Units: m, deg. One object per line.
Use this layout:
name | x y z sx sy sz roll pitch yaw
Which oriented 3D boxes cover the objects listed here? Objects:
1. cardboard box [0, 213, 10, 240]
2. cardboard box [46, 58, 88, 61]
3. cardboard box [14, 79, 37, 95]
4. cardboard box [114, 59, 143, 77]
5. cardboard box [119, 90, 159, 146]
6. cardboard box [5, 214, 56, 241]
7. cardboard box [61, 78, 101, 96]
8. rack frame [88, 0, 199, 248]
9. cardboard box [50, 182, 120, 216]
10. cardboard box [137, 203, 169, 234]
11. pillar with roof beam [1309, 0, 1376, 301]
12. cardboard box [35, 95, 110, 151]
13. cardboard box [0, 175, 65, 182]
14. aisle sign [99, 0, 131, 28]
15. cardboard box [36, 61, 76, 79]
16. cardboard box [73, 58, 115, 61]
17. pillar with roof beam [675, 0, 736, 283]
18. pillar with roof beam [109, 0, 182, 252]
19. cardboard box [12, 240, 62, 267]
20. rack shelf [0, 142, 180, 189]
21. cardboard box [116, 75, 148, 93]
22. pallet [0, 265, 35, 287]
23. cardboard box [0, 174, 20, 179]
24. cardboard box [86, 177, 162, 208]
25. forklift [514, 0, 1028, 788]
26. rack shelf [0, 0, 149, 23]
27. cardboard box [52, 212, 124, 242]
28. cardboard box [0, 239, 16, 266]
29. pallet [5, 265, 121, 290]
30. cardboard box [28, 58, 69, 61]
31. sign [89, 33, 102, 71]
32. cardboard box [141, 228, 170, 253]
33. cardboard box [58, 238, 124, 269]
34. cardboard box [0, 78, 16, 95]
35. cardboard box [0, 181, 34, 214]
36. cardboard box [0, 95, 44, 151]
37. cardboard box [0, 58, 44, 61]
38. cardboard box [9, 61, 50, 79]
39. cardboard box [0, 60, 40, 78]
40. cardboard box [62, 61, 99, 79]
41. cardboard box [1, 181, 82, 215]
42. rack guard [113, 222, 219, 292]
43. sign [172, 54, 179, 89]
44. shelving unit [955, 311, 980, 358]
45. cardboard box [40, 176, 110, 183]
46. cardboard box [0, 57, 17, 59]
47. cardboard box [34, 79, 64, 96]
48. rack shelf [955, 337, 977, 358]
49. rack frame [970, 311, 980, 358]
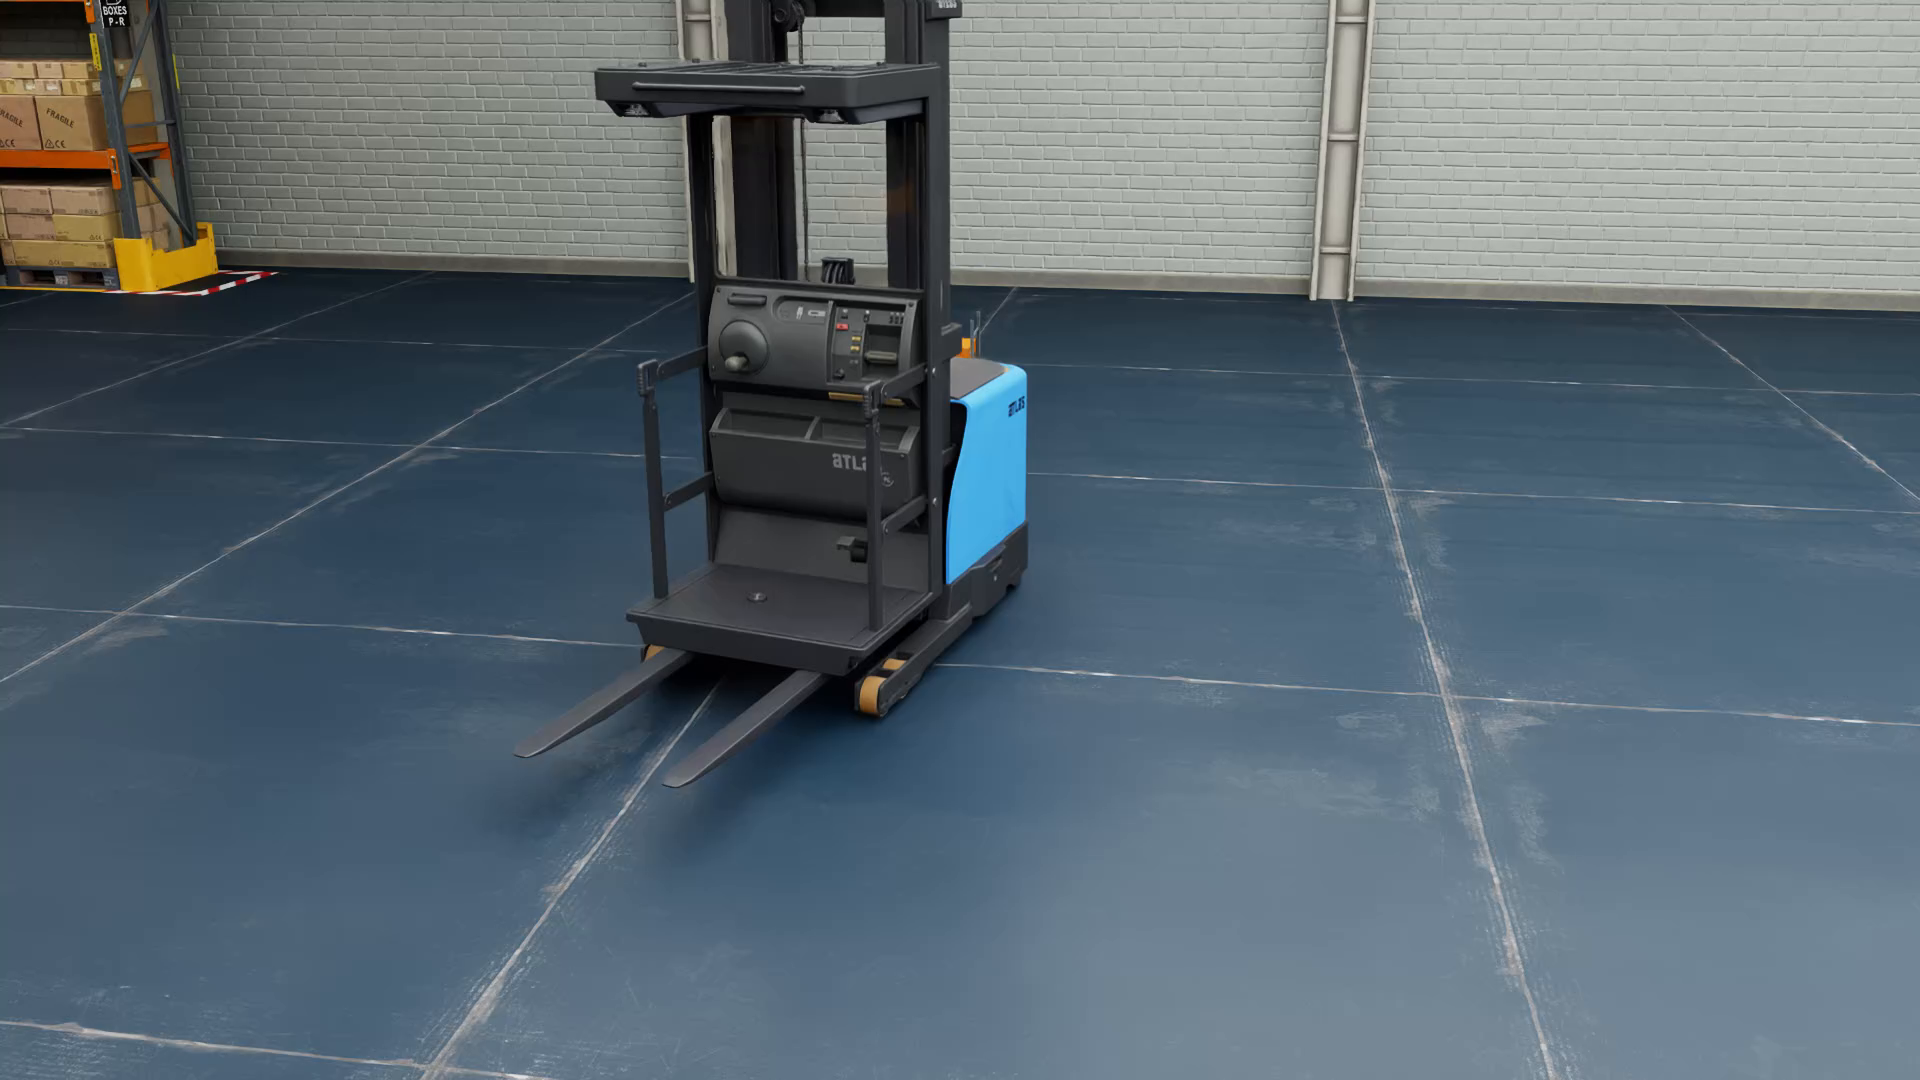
cardboard box | -9.362 -3.090 16.193 0.500 0.250 0.500 2 19 7
cardboard box | -8.639 -4.595 16.161 0.250 0.149 0.380 3 19 10
cardboard box | -8.716 -4.303 15.757 0.250 0.149 0.380 3 19 10
cardboard box | -8.123 -4.563 16.063 0.250 0.149 0.380 3 19 8
cardboard box | -8.270 -4.142 16.297 0.500 0.500 0.500 4 19 10
cardboard box | -8.849 -3.070 16.135 0.500 0.250 0.500 3 19 8
cardboard box | -8.212 -4.267 15.650 0.250 0.149 0.380 3 19 9
rack frame | -7.825 -3.983 15.979 0.127 3.000 1.000 3 19 9
cardboard box | -8.330 -3.277 15.967 0.500 0.250 0.500 4 19 10
cardboard box | -8.257 -3.204 16.534 0.500 0.250 0.500 3 19 10
pillar with roof beam | 2.795 -5.192 10.140 0.400 9.000 9.100 3 19 9
cardboard box | -8.353 -3.973 15.791 0.500 0.500 0.500 3 19 7
cardboard box | -9.256 -3.488 16.596 0.500 0.250 0.500 3 19 8
aisle sign | -7.807 -5.120 15.281 0.004 0.787 0.394 3 19 9
cardboard box | -8.461 -4.433 15.677 0.250 0.149 0.380 3 19 9
cardboard box | -8.376 -4.596 16.162 0.250 0.149 0.380 4 19 11
pillar with roof beam | -3.129 -5.494 11.042 0.400 9.000 9.100 3 19 9
pillar with roof beam | -9.053 -5.796 11.945 0.400 9.000 9.100 3 19 9
cardboard box | -8.829 -2.831 16.207 0.500 0.250 0.500 3 19 9
rack shelf | -9.800 -3.742 16.394 4.000 0.370 1.077 3 19 9
cardboard box | -8.119 -4.436 16.154 0.250 0.149 0.380 2 19 7
pallet | -9.788 -2.748 16.683 1.213 0.211 1.003 3 19 9
cardboard box | -9.761 -3.516 16.680 0.500 0.250 0.500 3 19 8
cardboard box | -8.270 -3.435 16.439 0.500 0.250 0.500 3 19 8
forklift | -0.692 -0.829 6.663 1.130 2.935 3.031 7 20 21
rack shelf | -9.800 -5.165 15.918 4.000 0.370 1.077 3 19 9
cardboard box | -8.356 -3.041 16.050 0.500 0.250 0.500 3 19 8
cardboard box | -9.321 -2.859 16.291 0.500 0.250 0.500 3 19 9
pallet | -8.587 -2.686 16.497 1.213 0.211 1.003 3 19 9
cardboard box | -8.881 -4.612 16.212 0.250 0.149 0.380 3 19 9
sign | -7.925 -4.475 15.251 0.005 0.325 0.100 3 19 9
cardboard box | -8.279 -2.964 16.605 0.500 0.250 0.500 3 19 9
cardboard box | -8.339 -2.803 16.123 0.500 0.250 0.500 3 19 9
cardboard box | -8.959 -4.319 15.805 0.250 0.149 0.380 3 19 8
cardboard box | -9.334 -3.324 16.105 0.500 0.250 0.500 3 19 9
cardboard box | -8.864 -4.002 15.878 0.500 0.500 0.500 4 19 10
cardboard box | -9.145 -4.618 16.228 0.250 0.149 0.380 4 19 10
cardboard box | -8.724 -4.438 15.691 0.250 0.149 0.380 3 19 10
cardboard box | -8.958 -4.474 15.798 0.250 0.149 0.380 3 19 9
cardboard box | -8.212 -4.431 15.669 0.250 0.149 0.380 3 19 9
cardboard box | -8.835 -3.301 16.038 0.500 0.250 0.500 3 19 10
rack guard | -7.802 -2.796 16.372 0.348 0.500 1.175 3 19 9
sign | -7.731 -4.604 16.347 0.005 0.325 0.100 3 19 9
shelving unit | -0.163 -0.577 8.638 0.503 1.200 0.258 3 19 9
cardboard box | -8.764 -3.460 16.511 0.500 0.250 0.500 3 19 9
cardboard box | -9.389 -4.662 16.360 0.250 0.149 0.380 2 19 7
cardboard box | -8.469 -4.271 15.660 0.250 0.149 0.380 3 19 10
rack shelf | -0.163 -0.950 8.513 0.480 0.148 0.258 3 19 9
rack frame | 0.077 -0.565 8.601 0.015 1.200 0.240 3 19 9
